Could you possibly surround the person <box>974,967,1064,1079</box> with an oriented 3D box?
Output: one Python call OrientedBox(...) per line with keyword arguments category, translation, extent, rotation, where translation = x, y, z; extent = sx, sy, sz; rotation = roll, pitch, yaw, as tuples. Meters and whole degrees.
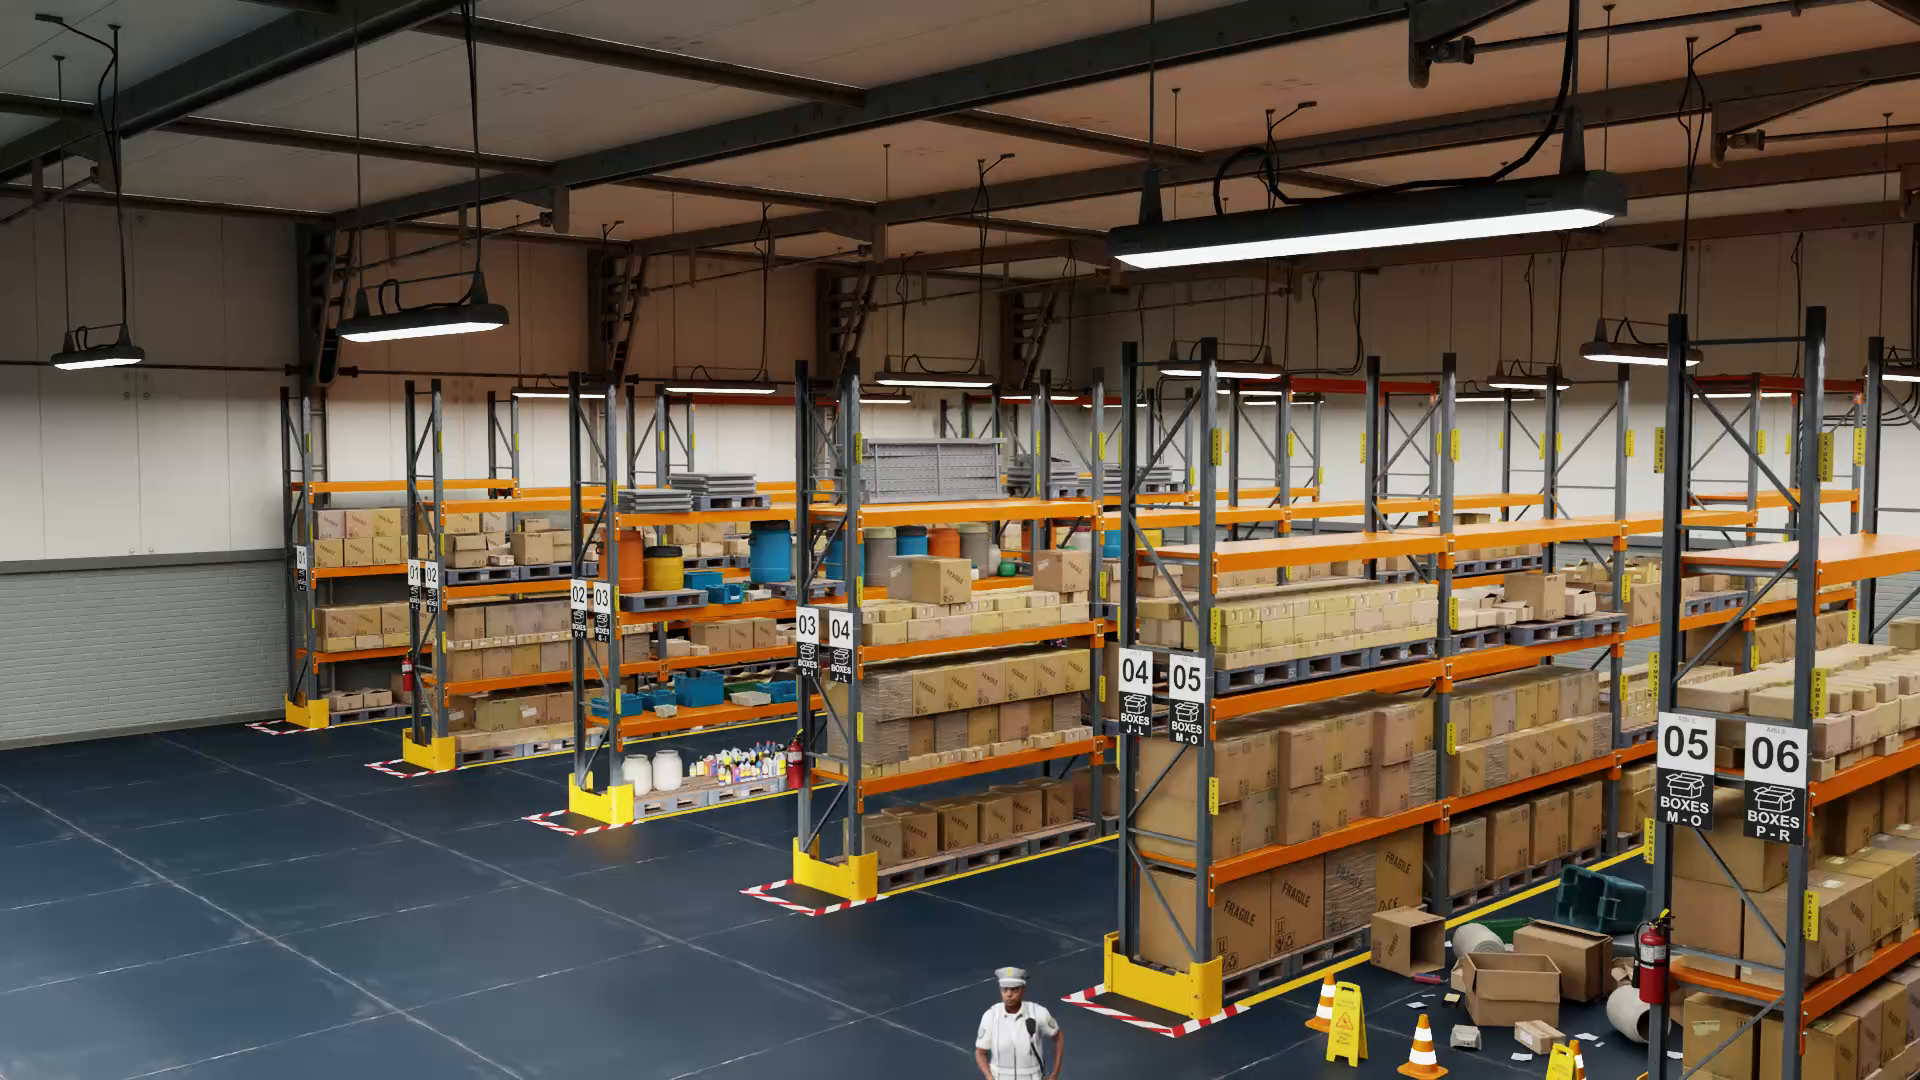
OrientedBox(category="person", translation=(0.383, 3.633, 10.974), extent=(0.590, 1.656, 0.573), rotation=(0, 4, 7))
